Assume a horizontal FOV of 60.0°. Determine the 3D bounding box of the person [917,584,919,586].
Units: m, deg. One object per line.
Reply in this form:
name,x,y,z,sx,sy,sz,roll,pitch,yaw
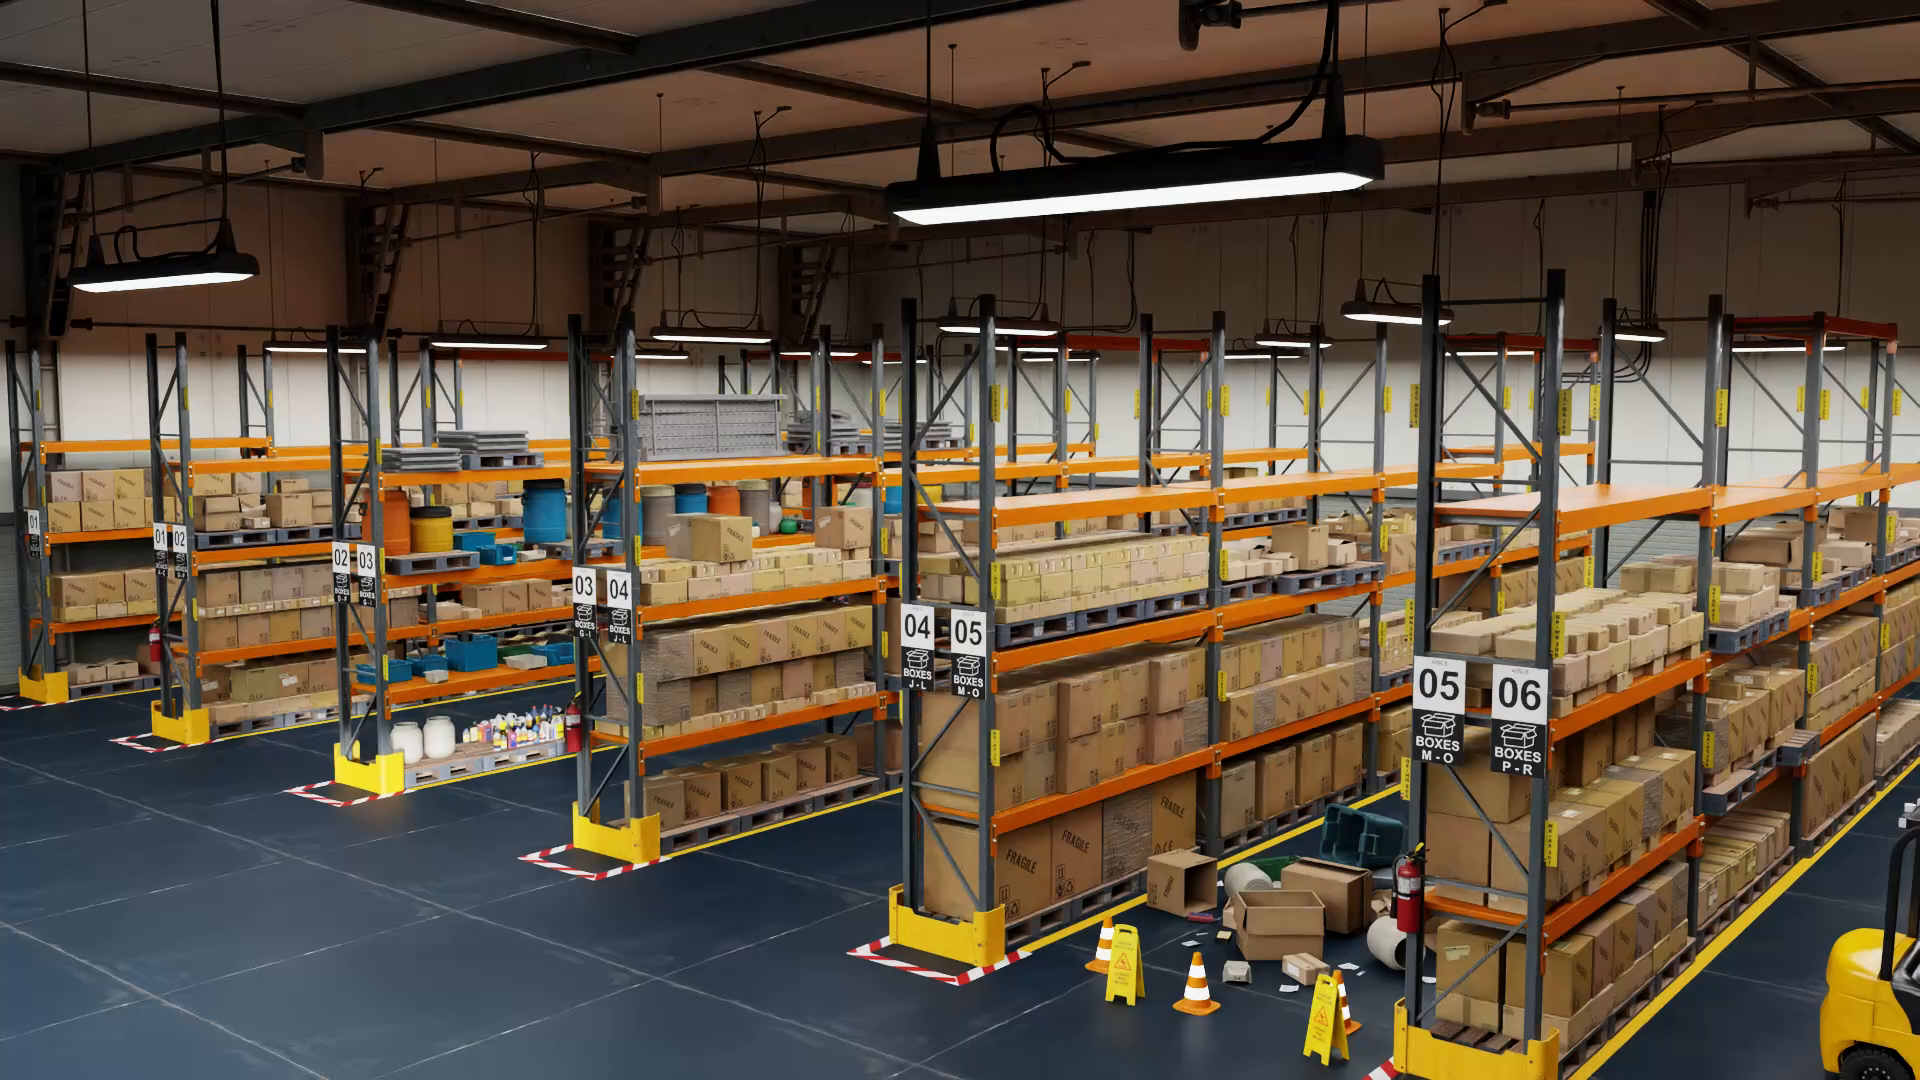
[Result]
person,-0.824,0.484,42.251,1.186,1.702,0.536,5,7,43
